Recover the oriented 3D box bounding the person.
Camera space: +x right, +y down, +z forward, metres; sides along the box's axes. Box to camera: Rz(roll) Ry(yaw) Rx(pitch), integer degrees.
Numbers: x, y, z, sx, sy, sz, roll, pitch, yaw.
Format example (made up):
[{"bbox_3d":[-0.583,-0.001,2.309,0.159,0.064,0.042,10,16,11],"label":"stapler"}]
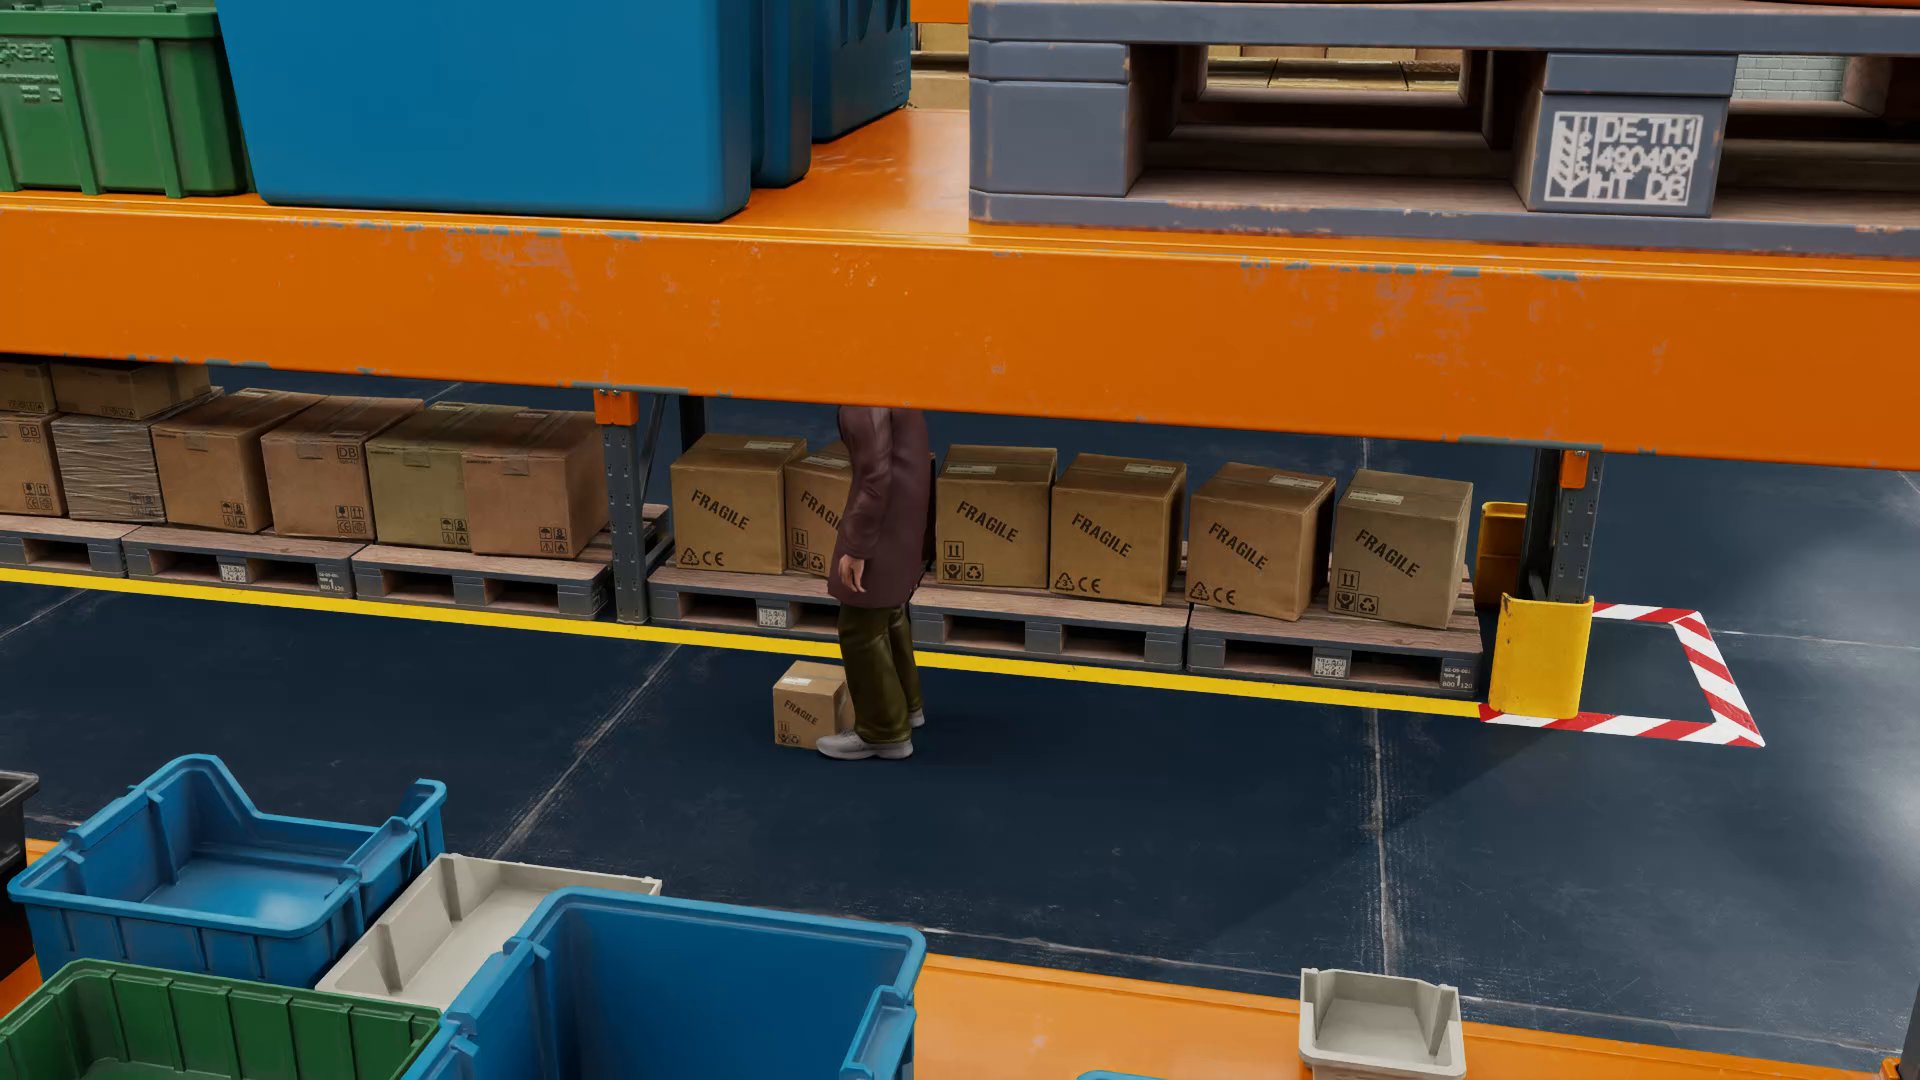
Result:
[{"bbox_3d":[-0.324,-0.035,6.198,0.429,1.772,0.649,3,22,9],"label":"person"}]
